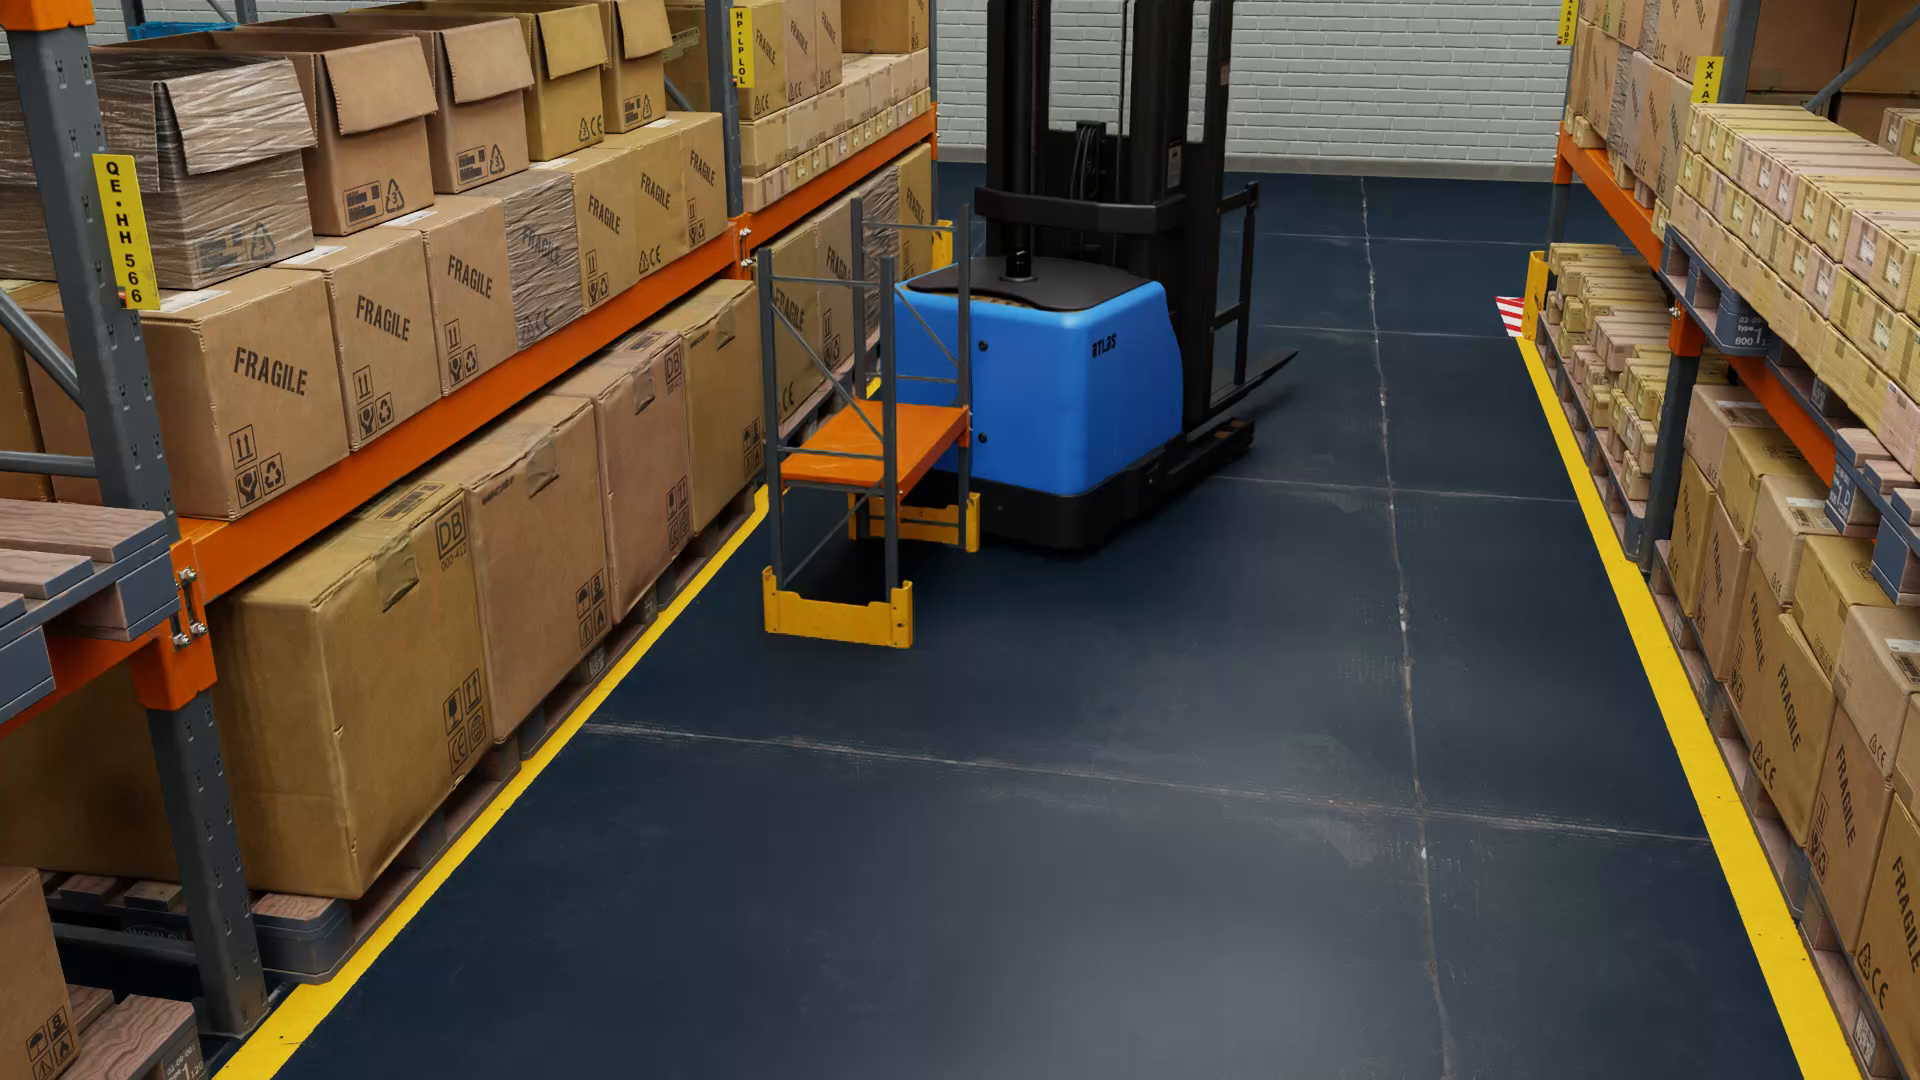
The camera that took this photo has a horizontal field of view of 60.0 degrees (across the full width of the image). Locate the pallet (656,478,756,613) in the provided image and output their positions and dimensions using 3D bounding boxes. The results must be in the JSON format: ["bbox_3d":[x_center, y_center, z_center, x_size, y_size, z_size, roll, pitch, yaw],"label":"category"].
[{"bbox_3d":[-1.553,-0.063,7.227,1.003,0.211,1.213,4,22,11],"label":"pallet"}]

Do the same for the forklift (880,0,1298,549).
[{"bbox_3d":[0.841,-1.822,7.955,1.130,2.935,3.031,13,25,29],"label":"forklift"}]

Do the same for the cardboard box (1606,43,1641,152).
[{"bbox_3d":[3.525,-2.171,8.196,0.500,0.500,0.500,4,22,10],"label":"cardboard box"}]

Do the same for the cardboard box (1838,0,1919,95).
[{"bbox_3d":[3.696,-2.024,6.493,0.500,0.500,0.500,5,22,12],"label":"cardboard box"}]

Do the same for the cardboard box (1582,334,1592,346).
[{"bbox_3d":[3.626,-1.018,9.121,0.380,0.149,0.250,5,22,11],"label":"cardboard box"}]

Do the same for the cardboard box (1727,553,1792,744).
[{"bbox_3d":[2.755,0.372,5.199,0.500,0.500,0.500,5,22,12],"label":"cardboard box"}]

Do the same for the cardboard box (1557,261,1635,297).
[{"bbox_3d":[3.627,-1.482,9.477,0.380,0.149,0.250,4,22,11],"label":"cardboard box"}]

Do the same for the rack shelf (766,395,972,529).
[{"bbox_3d":[-0.339,-0.331,6.650,0.538,0.185,1.000,6,23,14],"label":"rack shelf"}]

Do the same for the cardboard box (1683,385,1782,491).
[{"bbox_3d":[2.956,-0.362,6.018,0.500,0.250,0.500,3,22,9],"label":"cardboard box"}]

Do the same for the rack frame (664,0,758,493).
[{"bbox_3d":[-1.470,-1.644,7.421,1.000,3.000,0.127,4,22,11],"label":"rack frame"}]

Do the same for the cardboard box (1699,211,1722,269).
[{"bbox_3d":[2.729,-1.006,5.609,0.380,0.149,0.250,5,22,11],"label":"cardboard box"}]

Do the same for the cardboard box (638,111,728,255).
[{"bbox_3d":[-1.298,-1.499,6.926,0.500,0.500,0.500,5,22,11],"label":"cardboard box"}]

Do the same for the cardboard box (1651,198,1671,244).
[{"bbox_3d":[3.140,-1.338,6.996,0.380,0.149,0.250,4,22,9],"label":"cardboard box"}]

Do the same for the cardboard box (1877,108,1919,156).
[{"bbox_3d":[3.475,-1.422,5.846,0.380,0.149,0.250,5,23,13],"label":"cardboard box"}]

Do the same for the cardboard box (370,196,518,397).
[{"bbox_3d":[-1.716,-0.761,5.095,0.500,0.500,0.500,4,22,10],"label":"cardboard box"}]

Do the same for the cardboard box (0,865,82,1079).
[{"bbox_3d":[-2.403,1.021,3.561,0.700,0.500,0.500,3,22,8],"label":"cardboard box"}]

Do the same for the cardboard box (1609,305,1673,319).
[{"bbox_3d":[3.535,-1.093,8.509,0.380,0.149,0.250,5,22,11],"label":"cardboard box"}]

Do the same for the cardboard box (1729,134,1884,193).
[{"bbox_3d":[2.676,-1.187,5.264,0.380,0.149,0.250,4,22,10],"label":"cardboard box"}]

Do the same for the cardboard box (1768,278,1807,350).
[{"bbox_3d":[2.519,-0.629,4.673,0.380,0.149,0.250,3,22,8],"label":"cardboard box"}]

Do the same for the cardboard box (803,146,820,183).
[{"bbox_3d":[-0.925,-1.899,8.391,0.380,0.149,0.250,4,22,9],"label":"cardboard box"}]

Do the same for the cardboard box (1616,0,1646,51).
[{"bbox_3d":[3.505,-2.636,8.014,0.500,0.500,0.500,4,22,9],"label":"cardboard box"}]

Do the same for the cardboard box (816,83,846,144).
[{"bbox_3d":[-0.911,-2.236,8.693,0.500,0.250,0.500,5,22,12],"label":"cardboard box"}]

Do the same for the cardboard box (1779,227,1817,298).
[{"bbox_3d":[2.518,-0.764,4.612,0.380,0.149,0.250,4,22,10],"label":"cardboard box"}]

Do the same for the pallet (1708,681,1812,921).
[{"bbox_3d":[2.961,0.797,5.093,1.003,0.211,1.213,4,22,11],"label":"pallet"}]

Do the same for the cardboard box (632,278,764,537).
[{"bbox_3d":[-1.581,-0.618,7.155,1.225,0.875,0.875,5,22,11],"label":"cardboard box"}]

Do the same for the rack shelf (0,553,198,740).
[{"bbox_3d":[-2.694,0.884,2.107,1.077,0.370,4.000,4,22,11],"label":"rack shelf"}]

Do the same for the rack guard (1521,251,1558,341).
[{"bbox_3d":[4.166,-1.505,10.421,1.175,0.500,0.348,4,22,11],"label":"rack guard"}]

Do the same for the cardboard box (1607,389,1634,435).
[{"bbox_3d":[3.199,-0.578,7.630,0.380,0.149,0.250,4,22,9],"label":"cardboard box"}]

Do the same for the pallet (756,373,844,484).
[{"bbox_3d":[-1.238,-0.623,8.618,1.003,0.211,1.213,4,22,11],"label":"pallet"}]

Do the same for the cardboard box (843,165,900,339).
[{"bbox_3d":[-0.891,-1.743,9.949,0.875,0.875,0.875,4,22,11],"label":"cardboard box"}]

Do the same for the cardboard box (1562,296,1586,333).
[{"bbox_3d":[3.590,-1.253,9.305,0.380,0.149,0.250,5,23,13],"label":"cardboard box"}]

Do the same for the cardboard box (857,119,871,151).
[{"bbox_3d":[-0.716,-2.276,9.327,0.380,0.149,0.250,5,22,12],"label":"cardboard box"}]

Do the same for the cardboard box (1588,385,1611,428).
[{"bbox_3d":[3.323,-0.650,8.205,0.380,0.149,0.250,4,22,11],"label":"cardboard box"}]

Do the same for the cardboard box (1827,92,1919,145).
[{"bbox_3d":[3.713,-1.576,6.718,0.500,0.500,0.500,4,22,10],"label":"cardboard box"}]

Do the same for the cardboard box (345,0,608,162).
[{"bbox_3d":[-1.743,-1.672,6.012,0.797,0.503,0.637,5,22,12],"label":"cardboard box"}]

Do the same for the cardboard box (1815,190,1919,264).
[{"bbox_3d":[2.466,-0.808,4.321,0.380,0.149,0.250,6,23,14],"label":"cardboard box"}]

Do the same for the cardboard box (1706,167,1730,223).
[{"bbox_3d":[2.732,-1.147,5.563,0.380,0.149,0.250,5,22,12],"label":"cardboard box"}]

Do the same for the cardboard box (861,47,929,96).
[{"bbox_3d":[-0.492,-2.978,10.536,0.500,0.250,0.500,4,22,10],"label":"cardboard box"}]

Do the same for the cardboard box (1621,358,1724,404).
[{"bbox_3d":[3.240,-0.716,7.573,0.380,0.149,0.250,4,22,10],"label":"cardboard box"}]

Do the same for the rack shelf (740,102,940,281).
[{"bbox_3d":[-1.061,-2.042,9.372,1.077,0.370,4.000,4,22,11],"label":"rack shelf"}]

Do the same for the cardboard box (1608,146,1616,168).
[{"bbox_3d":[3.600,-2.001,8.643,0.380,0.149,0.250,4,22,10],"label":"cardboard box"}]

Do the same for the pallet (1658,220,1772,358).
[{"bbox_3d":[3.067,-0.872,5.760,1.003,0.211,1.213,4,22,11],"label":"pallet"}]

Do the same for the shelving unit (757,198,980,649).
[{"bbox_3d":[-0.337,-0.501,6.591,0.587,1.500,1.083,6,23,14],"label":"shelving unit"}]

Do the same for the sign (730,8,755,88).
[{"bbox_3d":[-0.936,-2.107,7.126,0.100,0.325,0.005,4,22,11],"label":"sign"}]

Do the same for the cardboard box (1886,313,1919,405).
[{"bbox_3d":[2.308,-0.392,3.688,0.380,0.149,0.250,5,22,12],"label":"cardboard box"}]

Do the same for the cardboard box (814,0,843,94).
[{"bbox_3d":[-0.912,-2.586,8.559,0.500,0.500,0.500,4,22,9],"label":"cardboard box"}]

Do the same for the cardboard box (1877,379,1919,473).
[{"bbox_3d":[2.304,-0.245,3.721,0.380,0.149,0.250,5,22,12],"label":"cardboard box"}]

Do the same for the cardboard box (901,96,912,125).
[{"bbox_3d":[-0.508,-2.648,10.249,0.380,0.149,0.250,5,22,11],"label":"cardboard box"}]

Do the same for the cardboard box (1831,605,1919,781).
[{"bbox_3d":[2.524,0.395,4.138,0.500,0.250,0.500,5,22,12],"label":"cardboard box"}]

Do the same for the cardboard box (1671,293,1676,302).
[{"bbox_3d":[4.249,-1.298,9.416,0.380,0.149,0.250,4,22,9],"label":"cardboard box"}]

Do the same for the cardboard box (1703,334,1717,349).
[{"bbox_3d":[3.894,-0.970,8.205,0.380,0.149,0.250,4,22,9],"label":"cardboard box"}]
